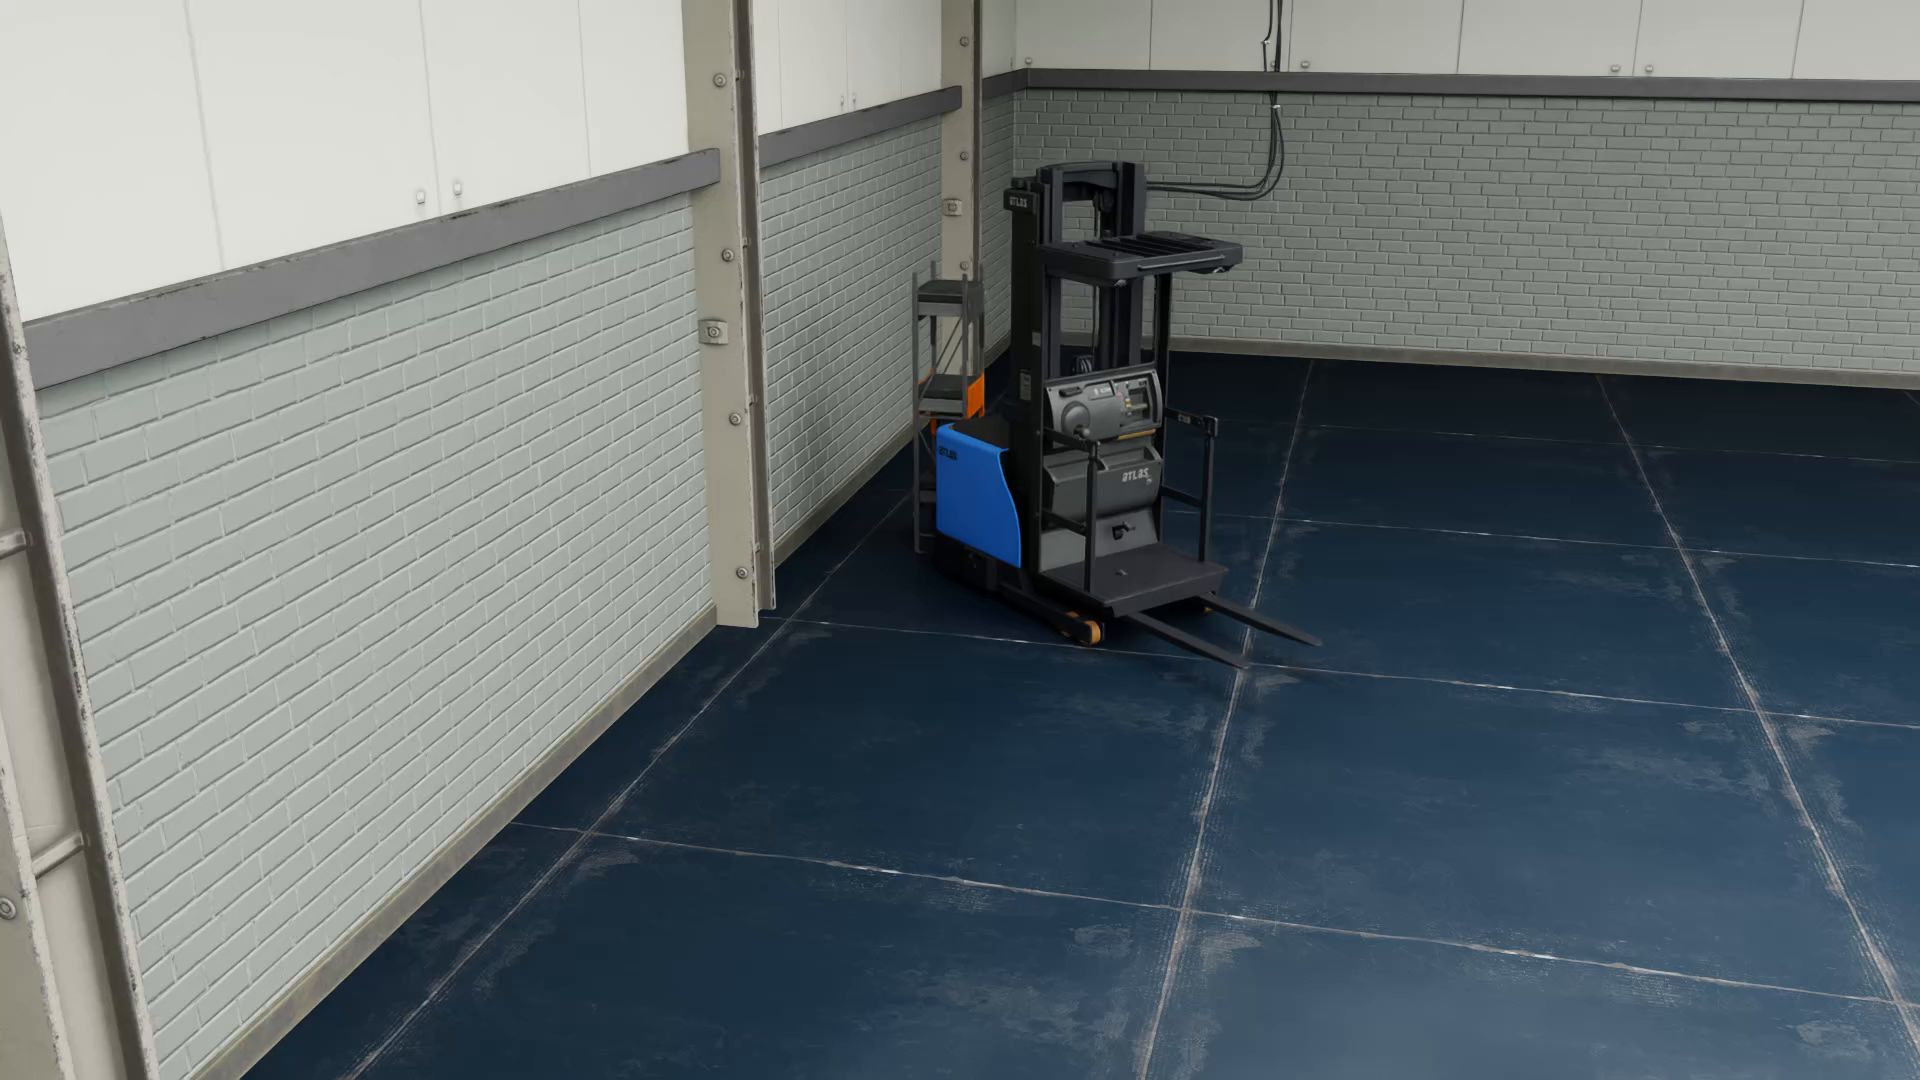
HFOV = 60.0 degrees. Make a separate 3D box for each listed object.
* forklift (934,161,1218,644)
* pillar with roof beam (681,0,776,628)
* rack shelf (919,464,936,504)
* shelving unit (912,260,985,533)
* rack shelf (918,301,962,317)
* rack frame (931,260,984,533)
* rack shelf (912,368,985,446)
[{"bbox_3d":[1.075,-0.882,10.734,1.130,2.935,3.031,-13,23,-33],"label":"forklift"},{"bbox_3d":[2.724,-3.411,8.752,9.100,9.000,0.400,5,19,13],"label":"pillar with roof beam"},{"bbox_3d":[-0.080,-0.416,12.441,0.368,0.174,0.457,5,19,14],"label":"rack shelf"},{"bbox_3d":[-0.078,-0.964,12.260,0.431,2.100,0.492,5,19,14],"label":"shelving unit"},{"bbox_3d":[-0.080,-1.706,12.000,0.332,0.100,0.442,5,19,14],"label":"rack shelf"},{"bbox_3d":[-0.017,-1.038,12.478,0.400,2.100,0.015,5,19,14],"label":"rack frame"},{"bbox_3d":[-0.080,-0.949,12.259,0.431,0.518,0.480,5,19,14],"label":"rack shelf"}]
